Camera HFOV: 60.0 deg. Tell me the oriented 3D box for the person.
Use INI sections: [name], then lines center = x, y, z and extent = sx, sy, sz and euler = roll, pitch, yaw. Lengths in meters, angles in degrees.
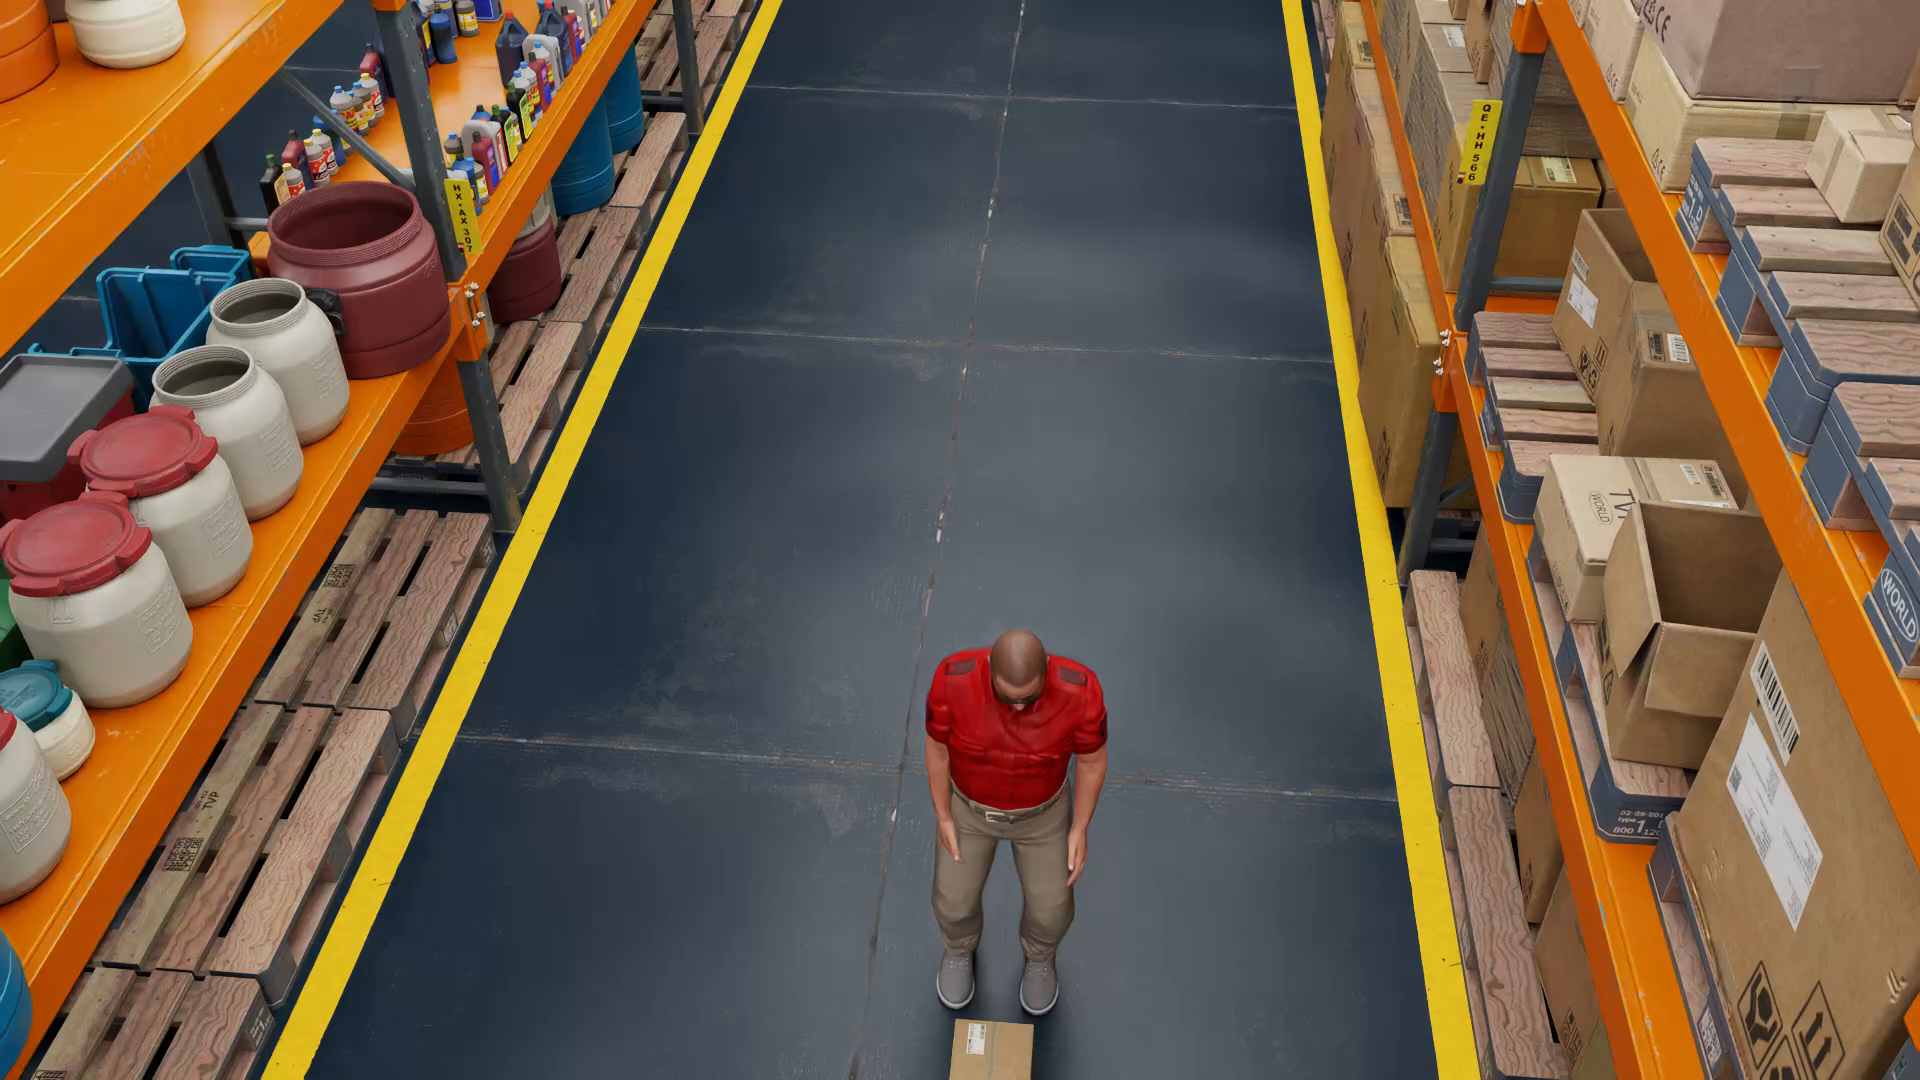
[person]
center = 0.143, 1.246, 5.342
extent = 0.565, 0.882, 0.873
euler = 3, 40, 4
